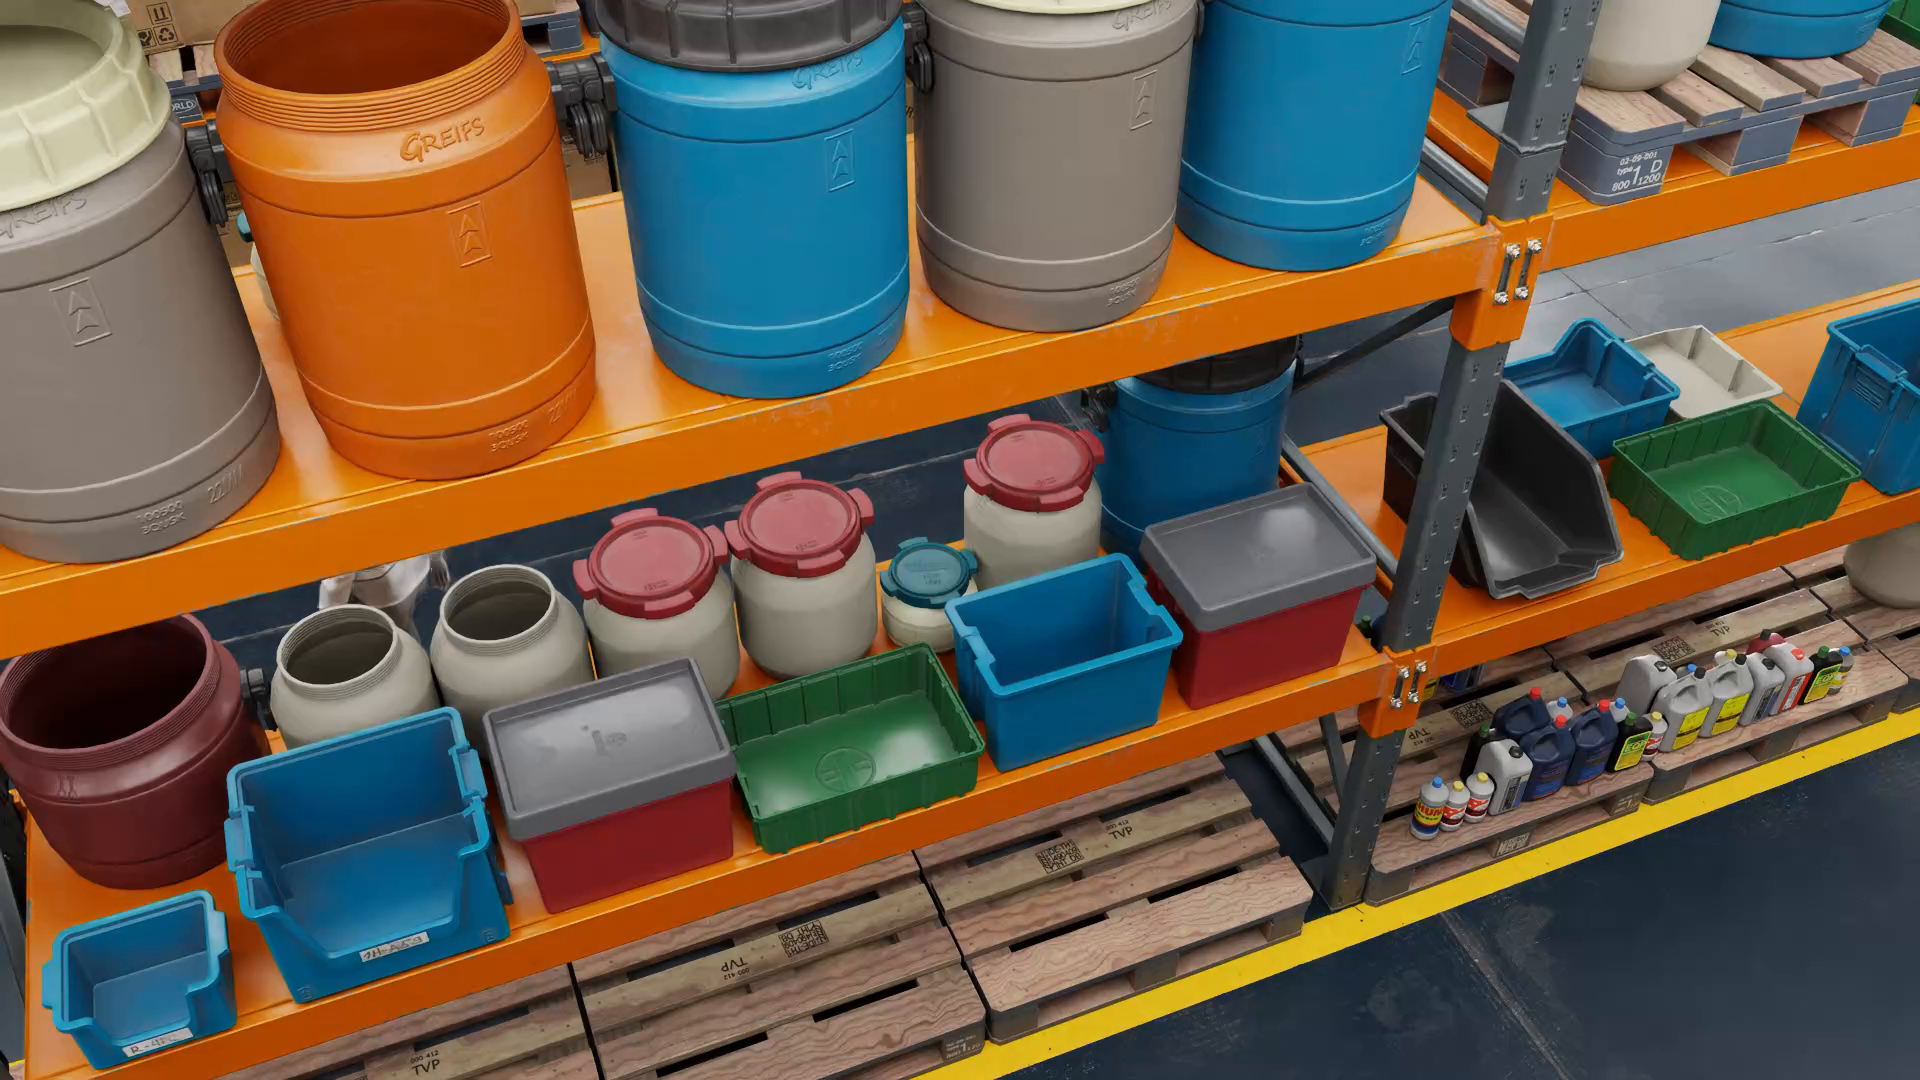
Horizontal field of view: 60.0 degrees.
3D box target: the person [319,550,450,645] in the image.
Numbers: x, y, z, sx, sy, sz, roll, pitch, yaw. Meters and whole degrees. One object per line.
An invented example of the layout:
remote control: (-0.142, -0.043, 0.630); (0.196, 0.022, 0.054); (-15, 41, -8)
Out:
person: (-2.075, 0.193, 5.934); (0.536, 1.746, 0.504); (9, 43, 9)
